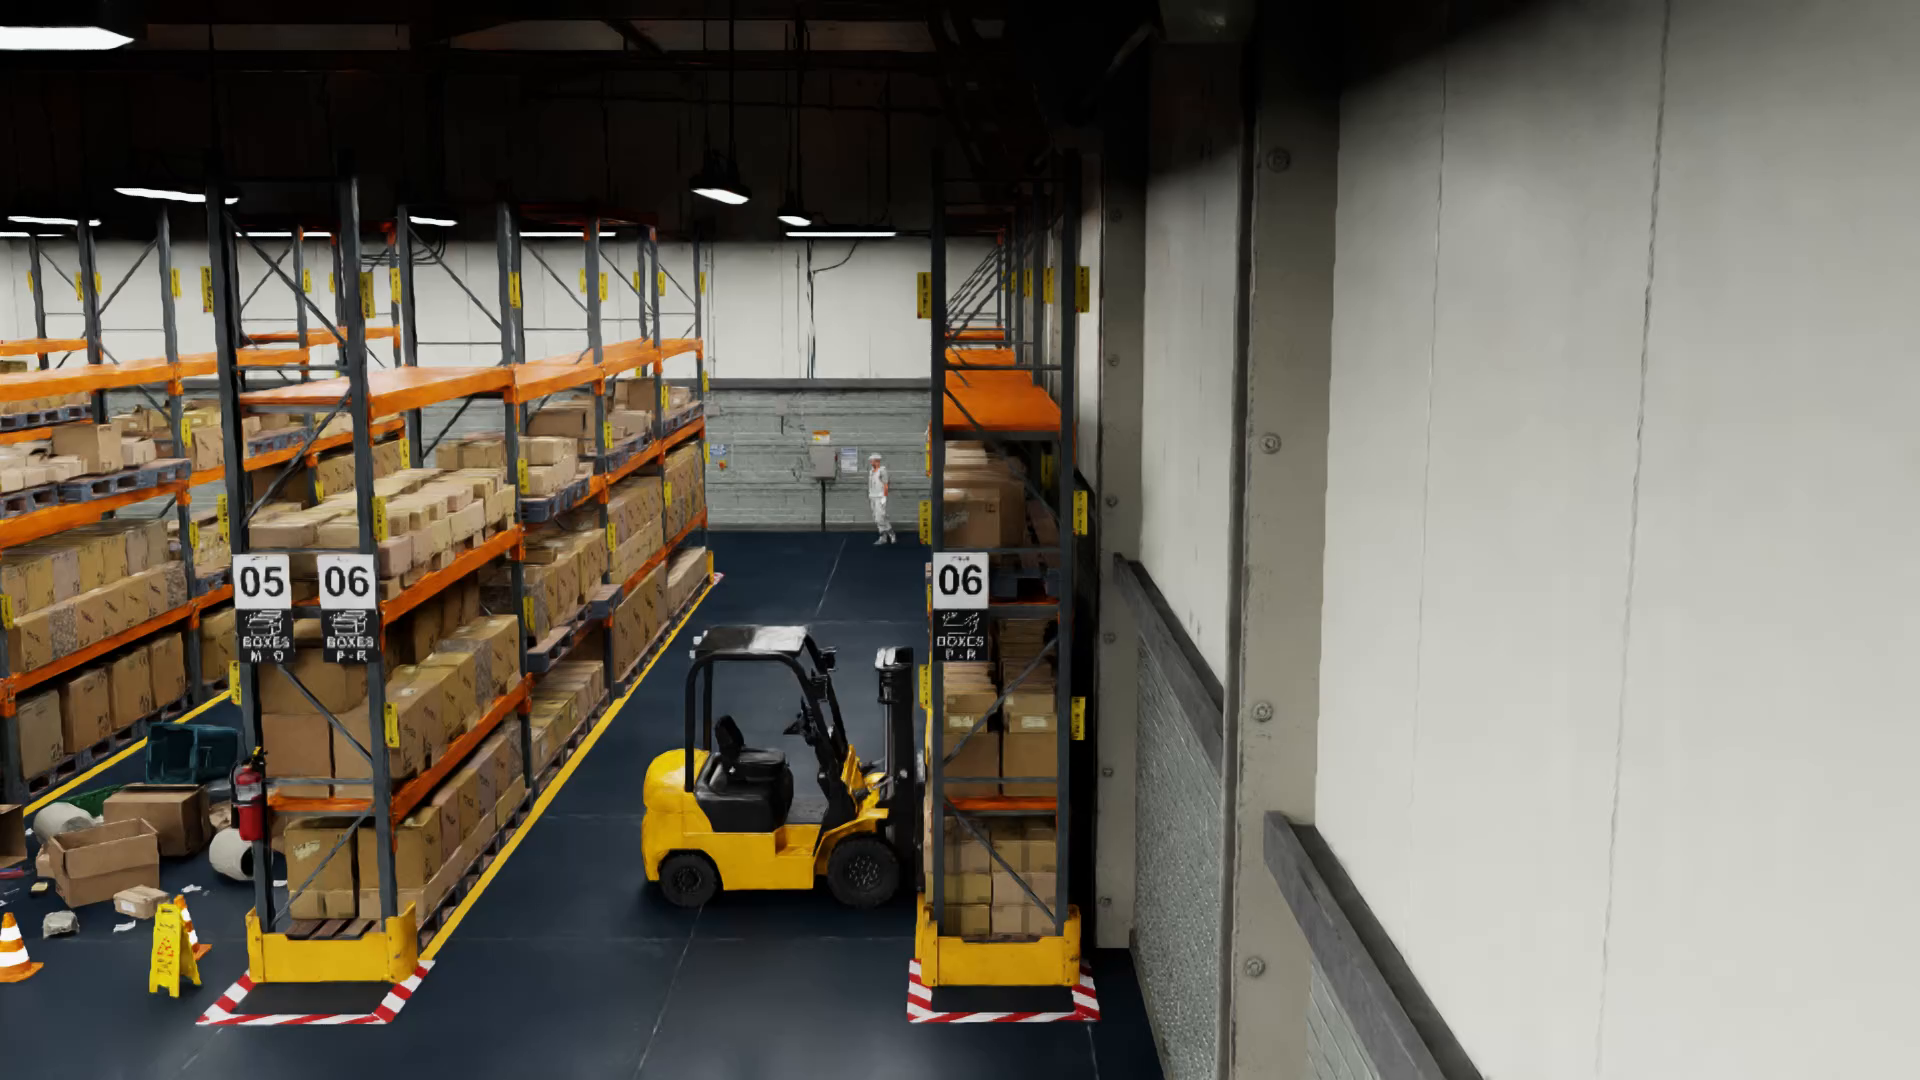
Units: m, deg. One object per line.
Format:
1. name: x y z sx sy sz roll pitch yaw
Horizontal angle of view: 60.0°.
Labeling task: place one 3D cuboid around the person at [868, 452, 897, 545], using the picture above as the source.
1. person: -1.492 -0.792 31.707 0.459 1.778 0.686 -7 11 -37
